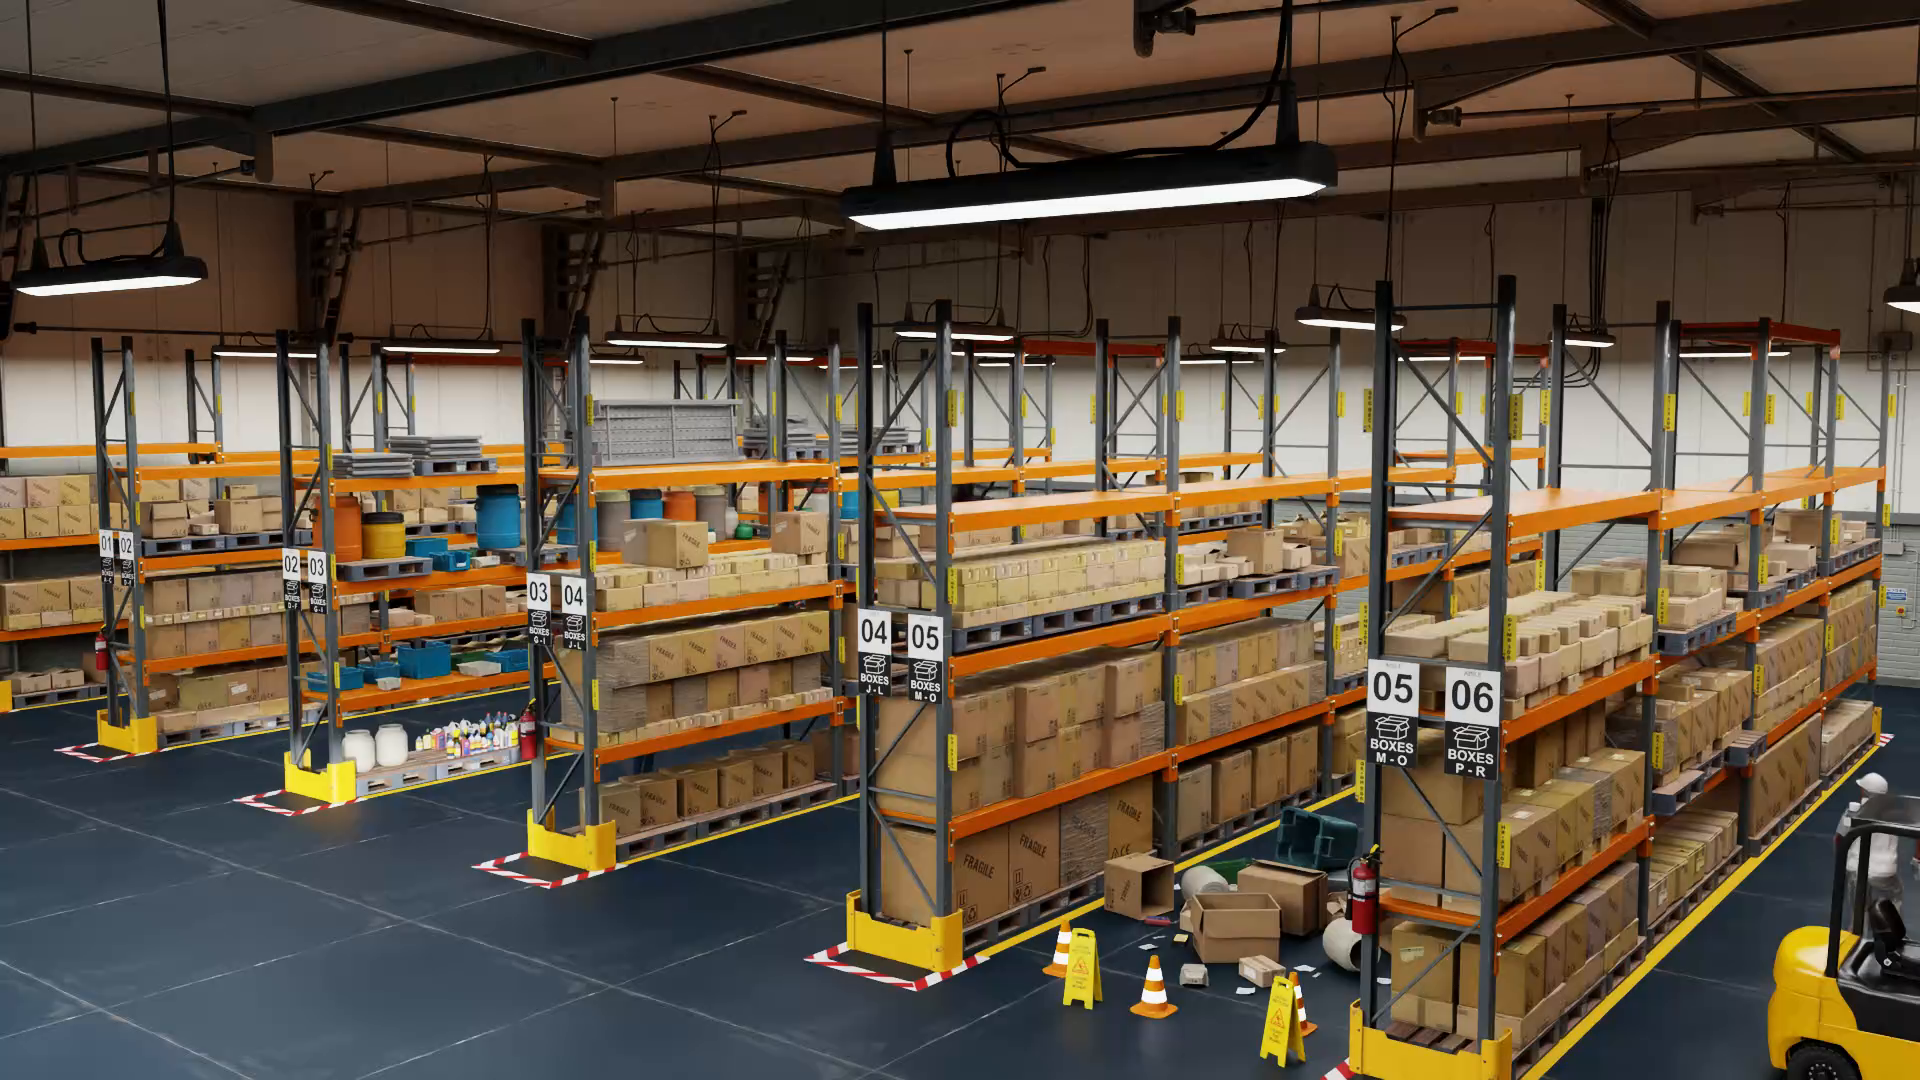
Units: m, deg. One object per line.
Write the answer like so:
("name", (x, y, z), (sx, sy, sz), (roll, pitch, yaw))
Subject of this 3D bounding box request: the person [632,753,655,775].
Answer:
("person", (-4.046, 2.508, 21.316), (0.352, 1.610, 0.428), (4, 7, 40))

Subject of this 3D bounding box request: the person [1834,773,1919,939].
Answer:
("person", (8.329, 2.985, 15.118), (0.783, 1.742, 0.615), (4, 7, 41))
